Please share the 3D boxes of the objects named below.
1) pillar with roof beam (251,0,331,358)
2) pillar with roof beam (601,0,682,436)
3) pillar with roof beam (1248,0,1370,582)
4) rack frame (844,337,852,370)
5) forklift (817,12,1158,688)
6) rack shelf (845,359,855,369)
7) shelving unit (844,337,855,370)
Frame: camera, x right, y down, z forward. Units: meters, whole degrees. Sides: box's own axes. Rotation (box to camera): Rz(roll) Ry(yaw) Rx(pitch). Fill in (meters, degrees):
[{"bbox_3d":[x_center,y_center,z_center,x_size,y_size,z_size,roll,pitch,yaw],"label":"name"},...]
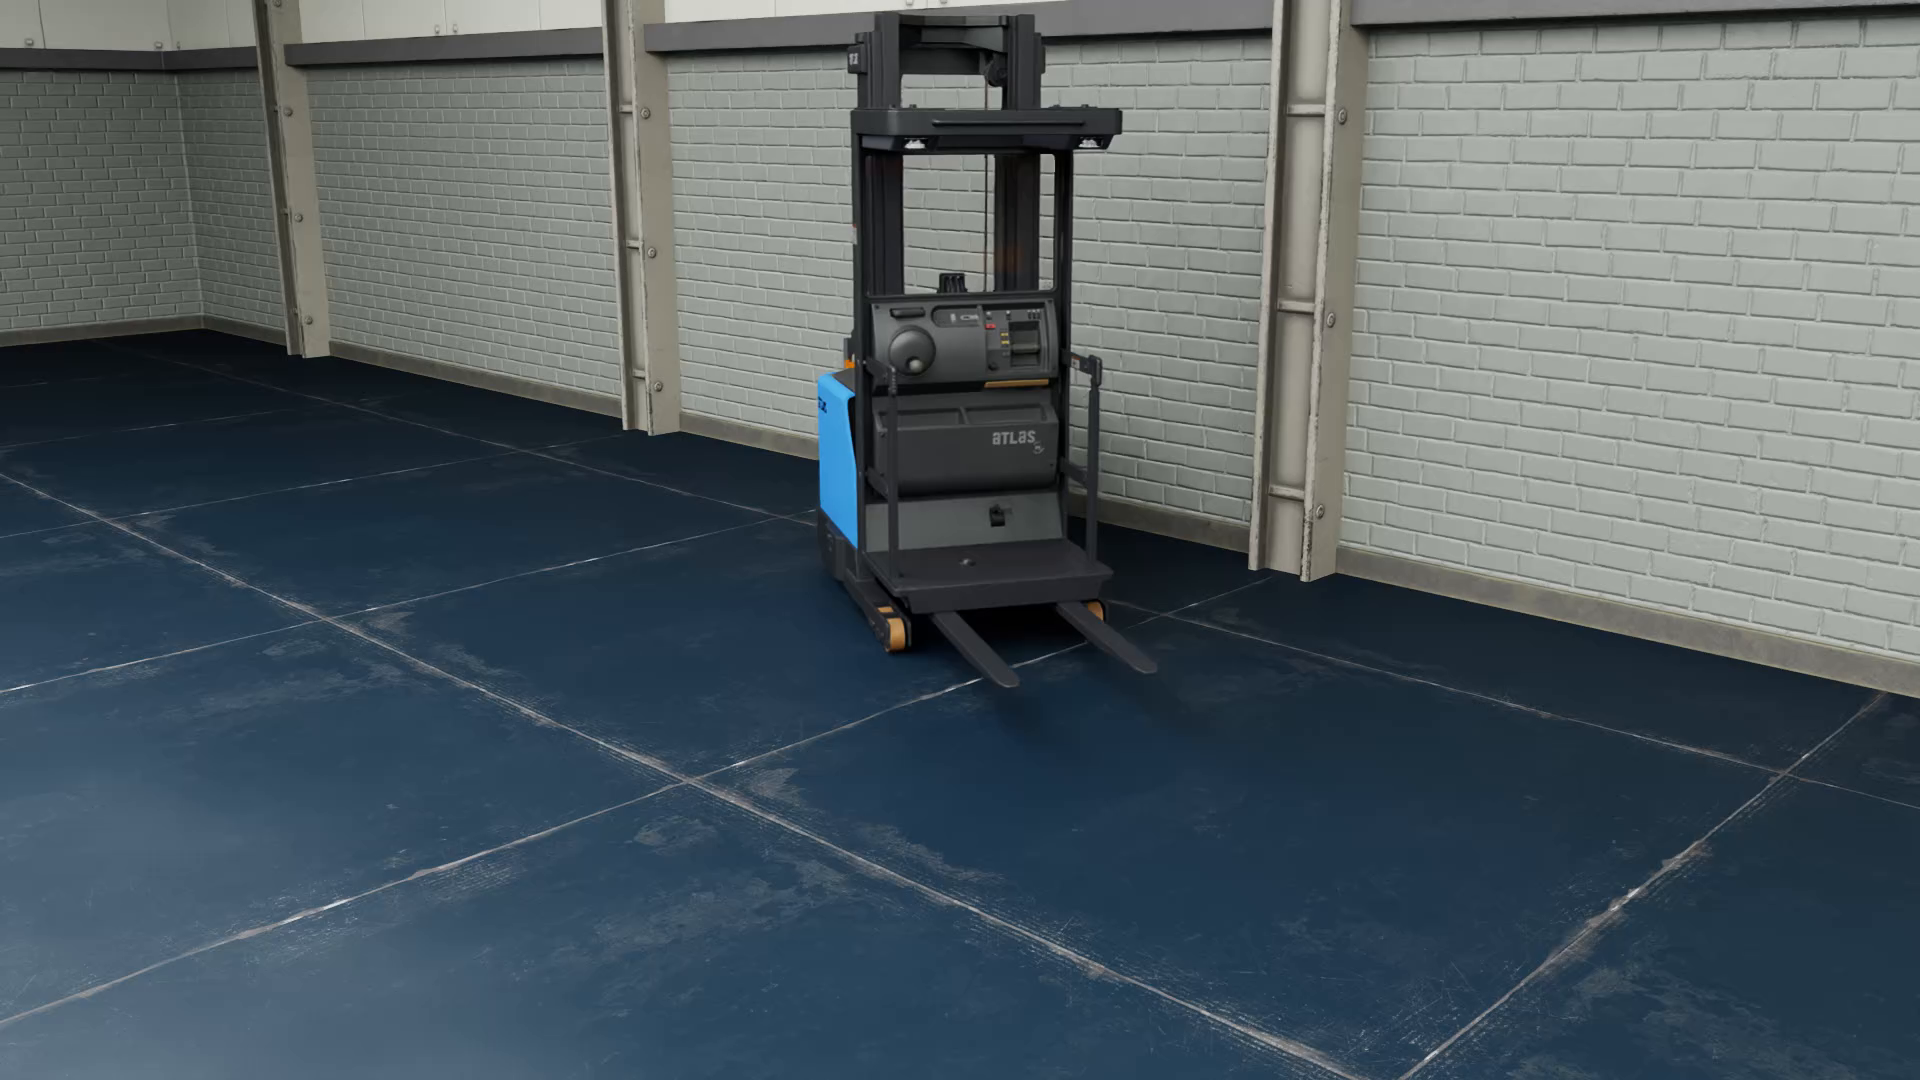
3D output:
[{"bbox_3d":[-9.767,-5.506,13.218,0.400,9.000,9.100,14,20,42],"label":"pillar with roof beam"},{"bbox_3d":[-5.448,-4.456,9.188,0.400,9.000,9.100,14,20,42],"label":"pillar with roof beam"},{"bbox_3d":[-1.129,-3.406,5.158,0.400,9.000,9.100,14,20,42],"label":"pillar with roof beam"},{"bbox_3d":[-0.543,-0.748,10.571,0.032,1.125,0.500,12,19,40],"label":"rack frame"},{"bbox_3d":[0.089,-0.995,7.939,1.130,2.935,3.031,-4,15,-15],"label":"forklift"},{"bbox_3d":[-0.161,-0.946,10.173,1.000,0.278,0.538,12,19,40],"label":"rack shelf"},{"bbox_3d":[-0.161,-0.663,10.246,1.048,1.125,0.538,12,19,40],"label":"shelving unit"}]
